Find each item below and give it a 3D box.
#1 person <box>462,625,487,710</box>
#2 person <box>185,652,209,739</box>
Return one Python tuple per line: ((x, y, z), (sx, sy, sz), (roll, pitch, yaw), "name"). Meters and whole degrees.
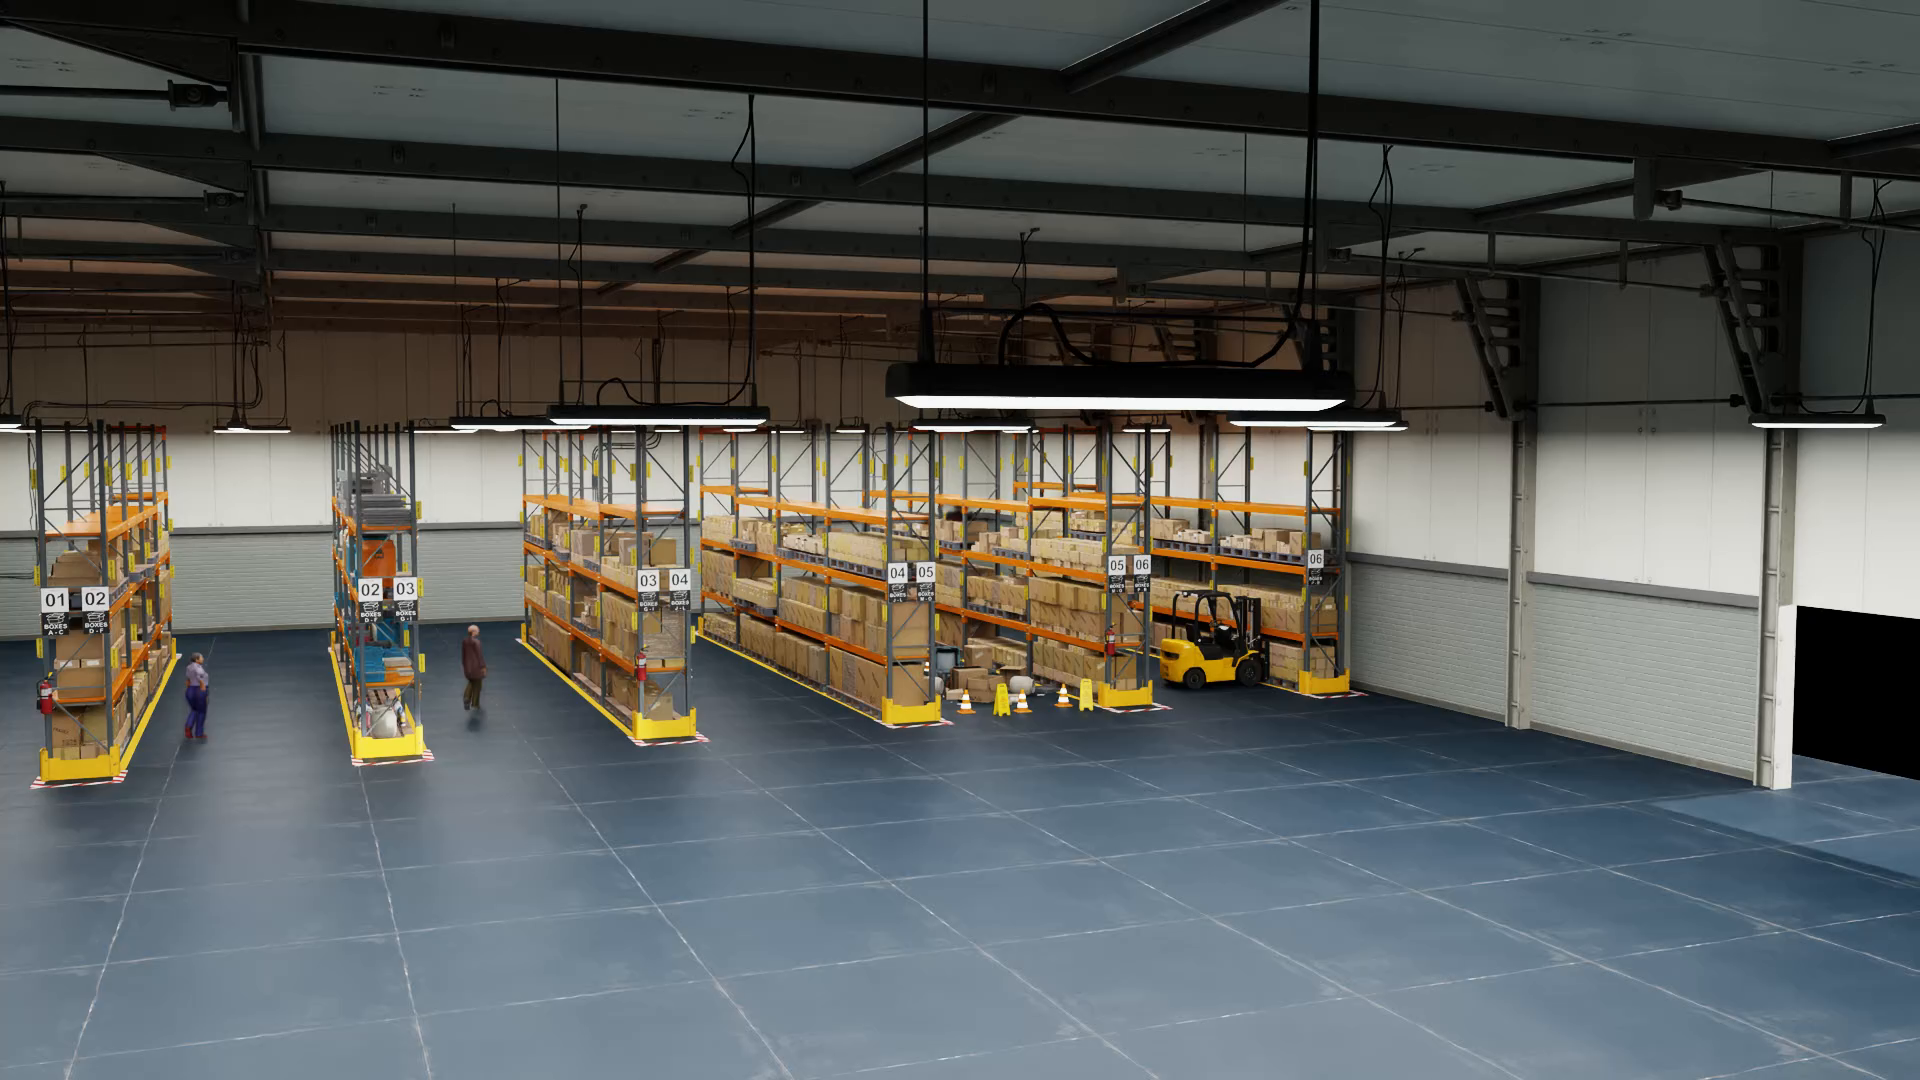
((-10.121, 2.760, 34.618), (0.587, 1.587, 0.519), (1, 4, 14), "person")
((-14.392, 2.929, 31.373), (0.484, 1.650, 0.454), (1, 4, 13), "person")
